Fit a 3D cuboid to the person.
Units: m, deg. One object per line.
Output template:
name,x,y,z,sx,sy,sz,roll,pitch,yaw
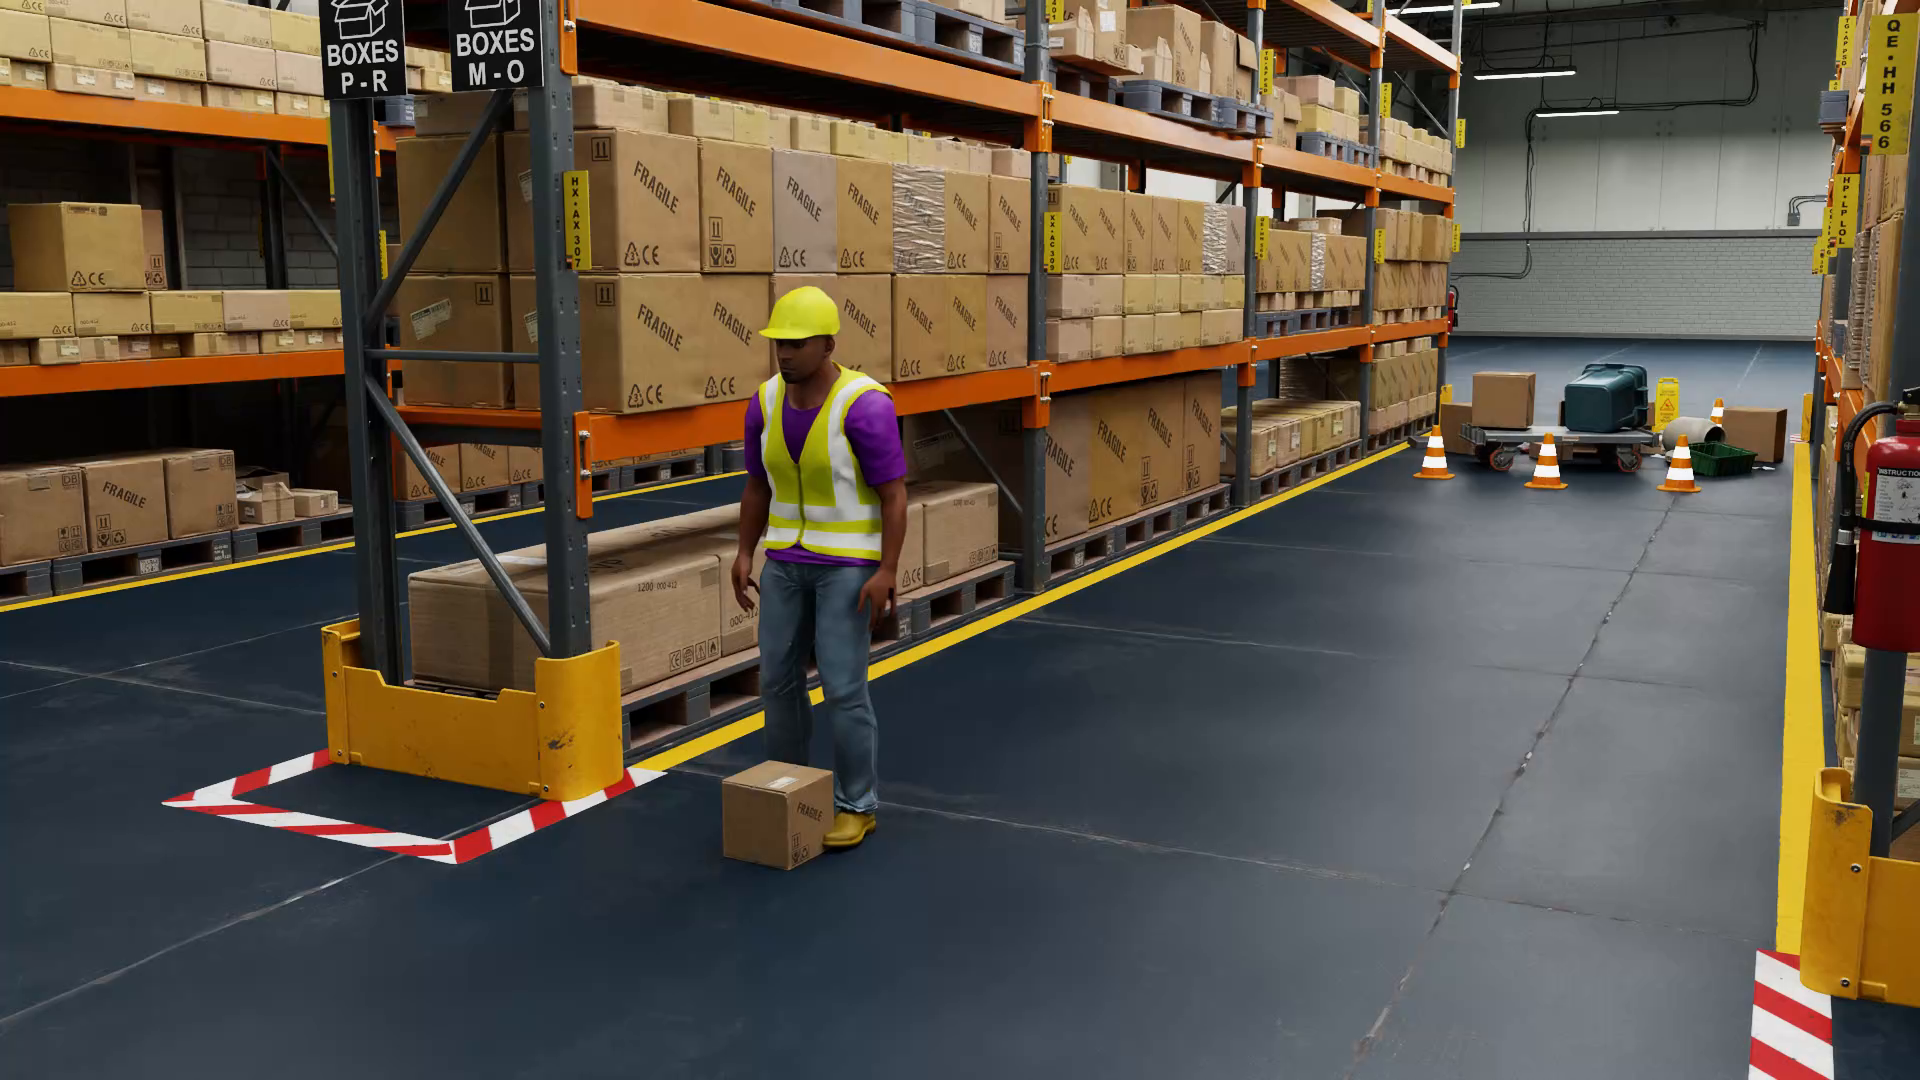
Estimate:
person,-0.461,0.083,5.282,0.628,1.761,0.462,6,11,31
